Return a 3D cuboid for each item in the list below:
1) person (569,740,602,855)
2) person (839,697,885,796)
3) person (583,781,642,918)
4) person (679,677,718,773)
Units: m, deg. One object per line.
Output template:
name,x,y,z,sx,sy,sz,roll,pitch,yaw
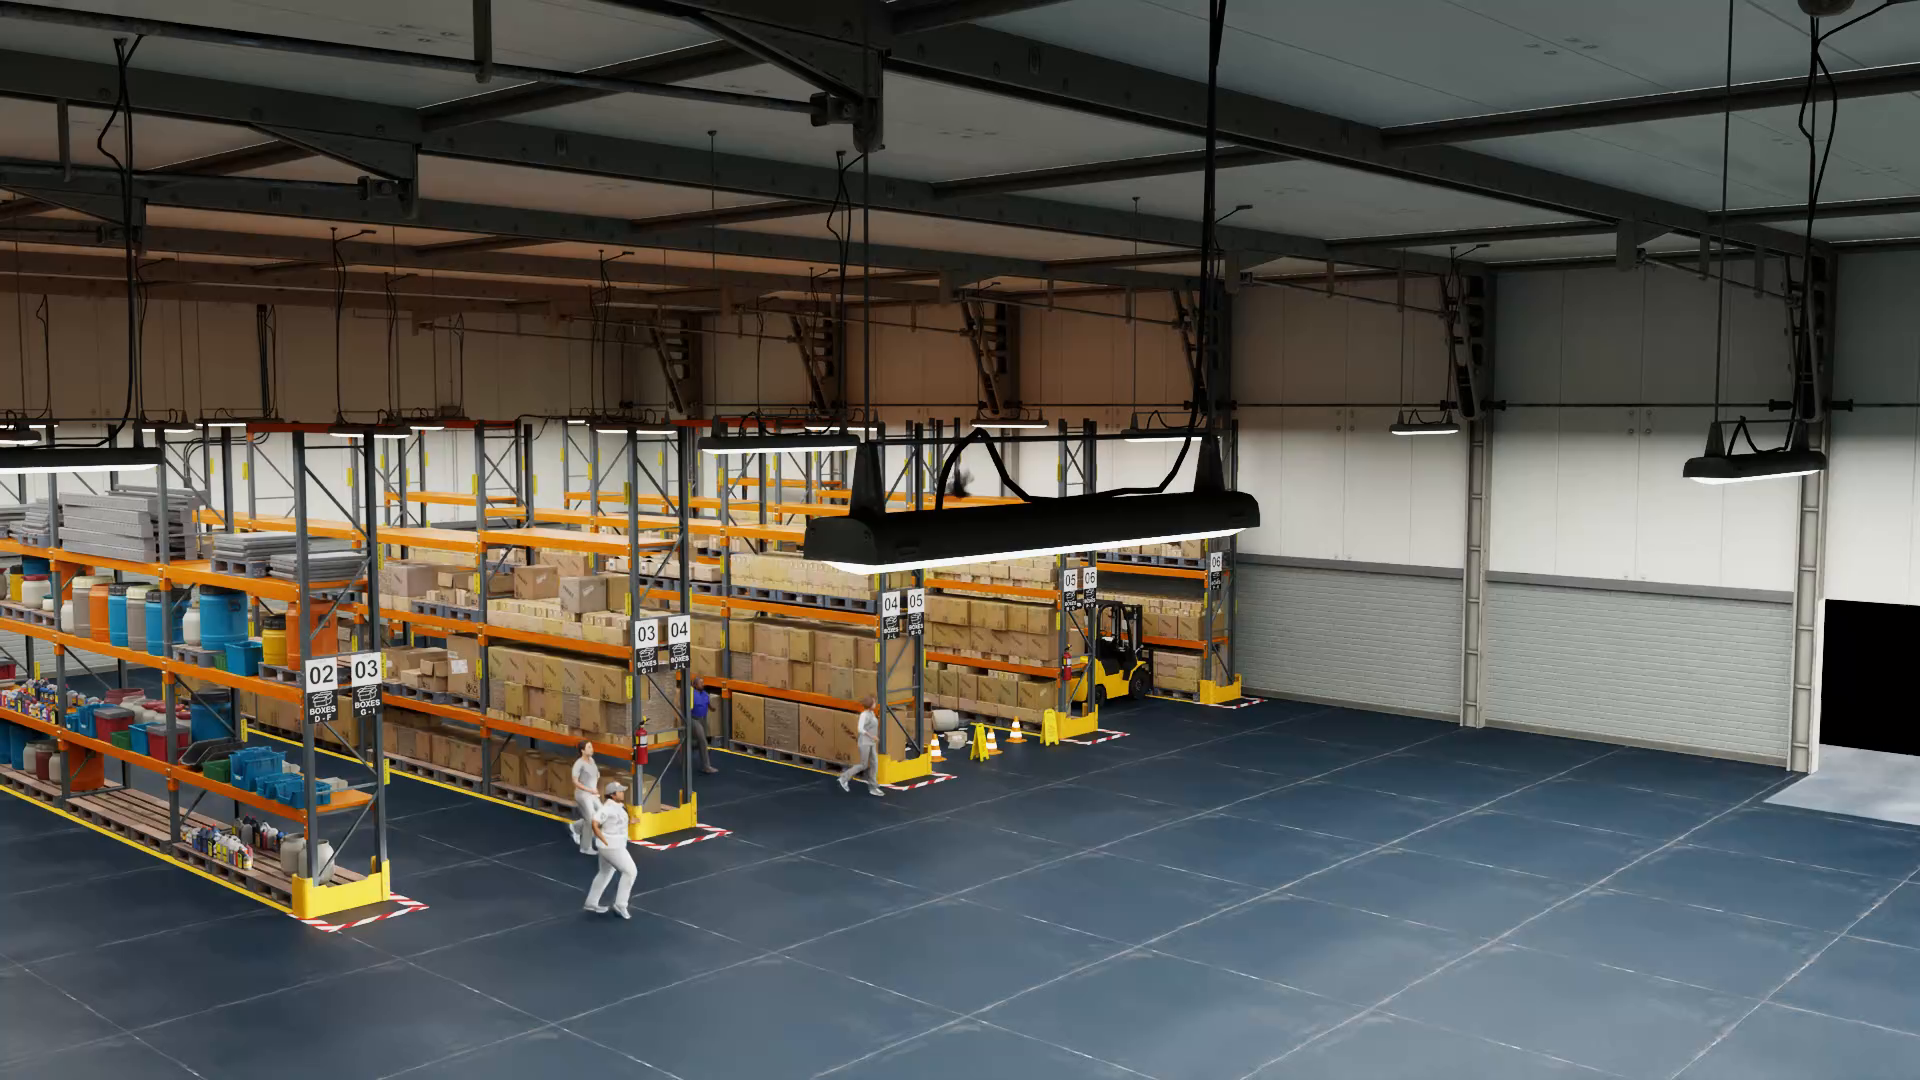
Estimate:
person,-5.277,3.612,23.421,0.595,1.639,0.591,2,5,18
person,-1.534,3.333,27.062,0.763,1.586,0.595,1,5,16
person,-4.306,3.842,20.594,0.729,1.729,0.572,-1,5,-14
person,-4.528,3.159,28.632,0.846,1.635,0.578,3,5,30
